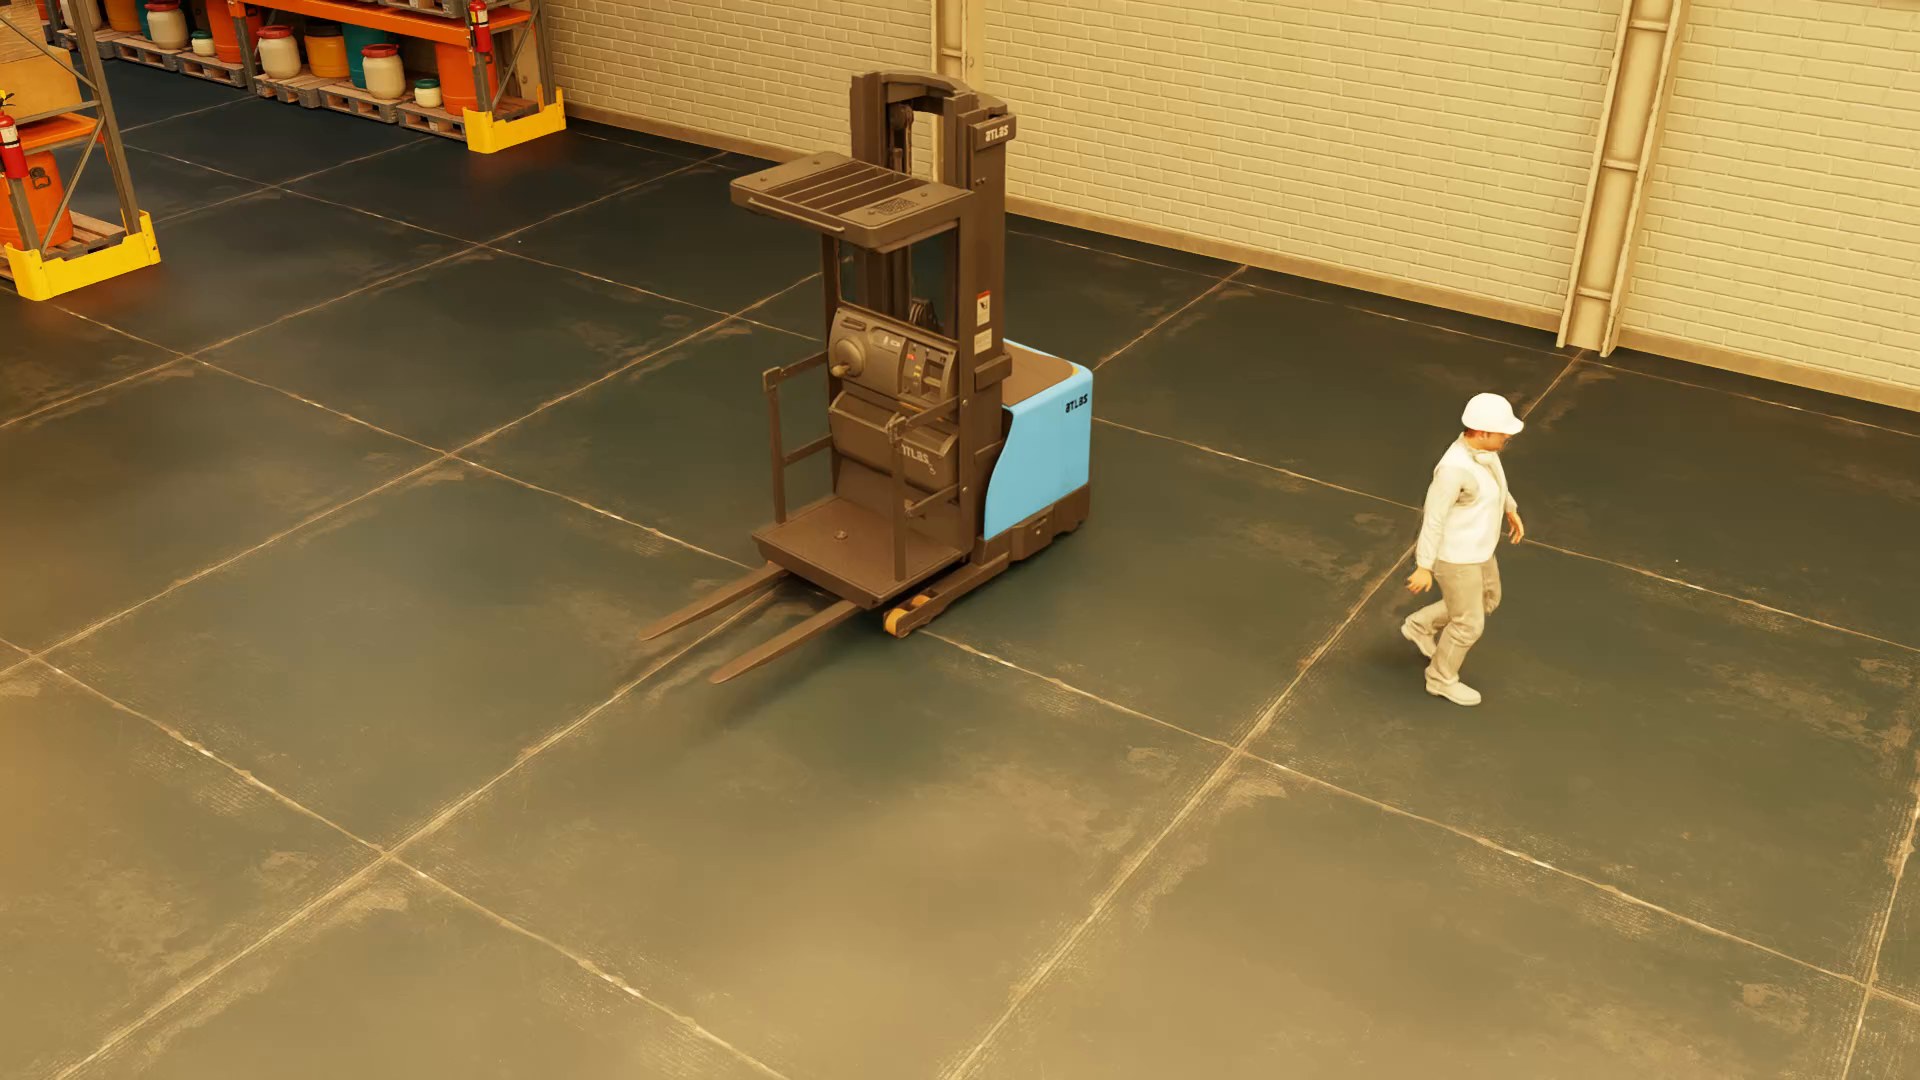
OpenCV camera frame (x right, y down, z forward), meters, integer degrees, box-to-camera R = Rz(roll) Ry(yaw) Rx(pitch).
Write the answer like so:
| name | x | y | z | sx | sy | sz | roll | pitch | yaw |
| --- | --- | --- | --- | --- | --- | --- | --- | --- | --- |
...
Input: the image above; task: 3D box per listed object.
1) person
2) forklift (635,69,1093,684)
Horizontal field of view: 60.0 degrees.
| name | x | y | z | sx | sy | sz | roll | pitch | yaw |
| --- | --- | --- | --- | --- | --- | --- | --- | --- | --- |
| person | 2.623 | 0.029 | 8.706 | 0.526 | 1.754 | 0.741 | 15 | 33 | 24 |
| forklift | -0.529 | -0.996 | 9.296 | 1.130 | 2.935 | 3.031 | 24 | 38 | 35 |
